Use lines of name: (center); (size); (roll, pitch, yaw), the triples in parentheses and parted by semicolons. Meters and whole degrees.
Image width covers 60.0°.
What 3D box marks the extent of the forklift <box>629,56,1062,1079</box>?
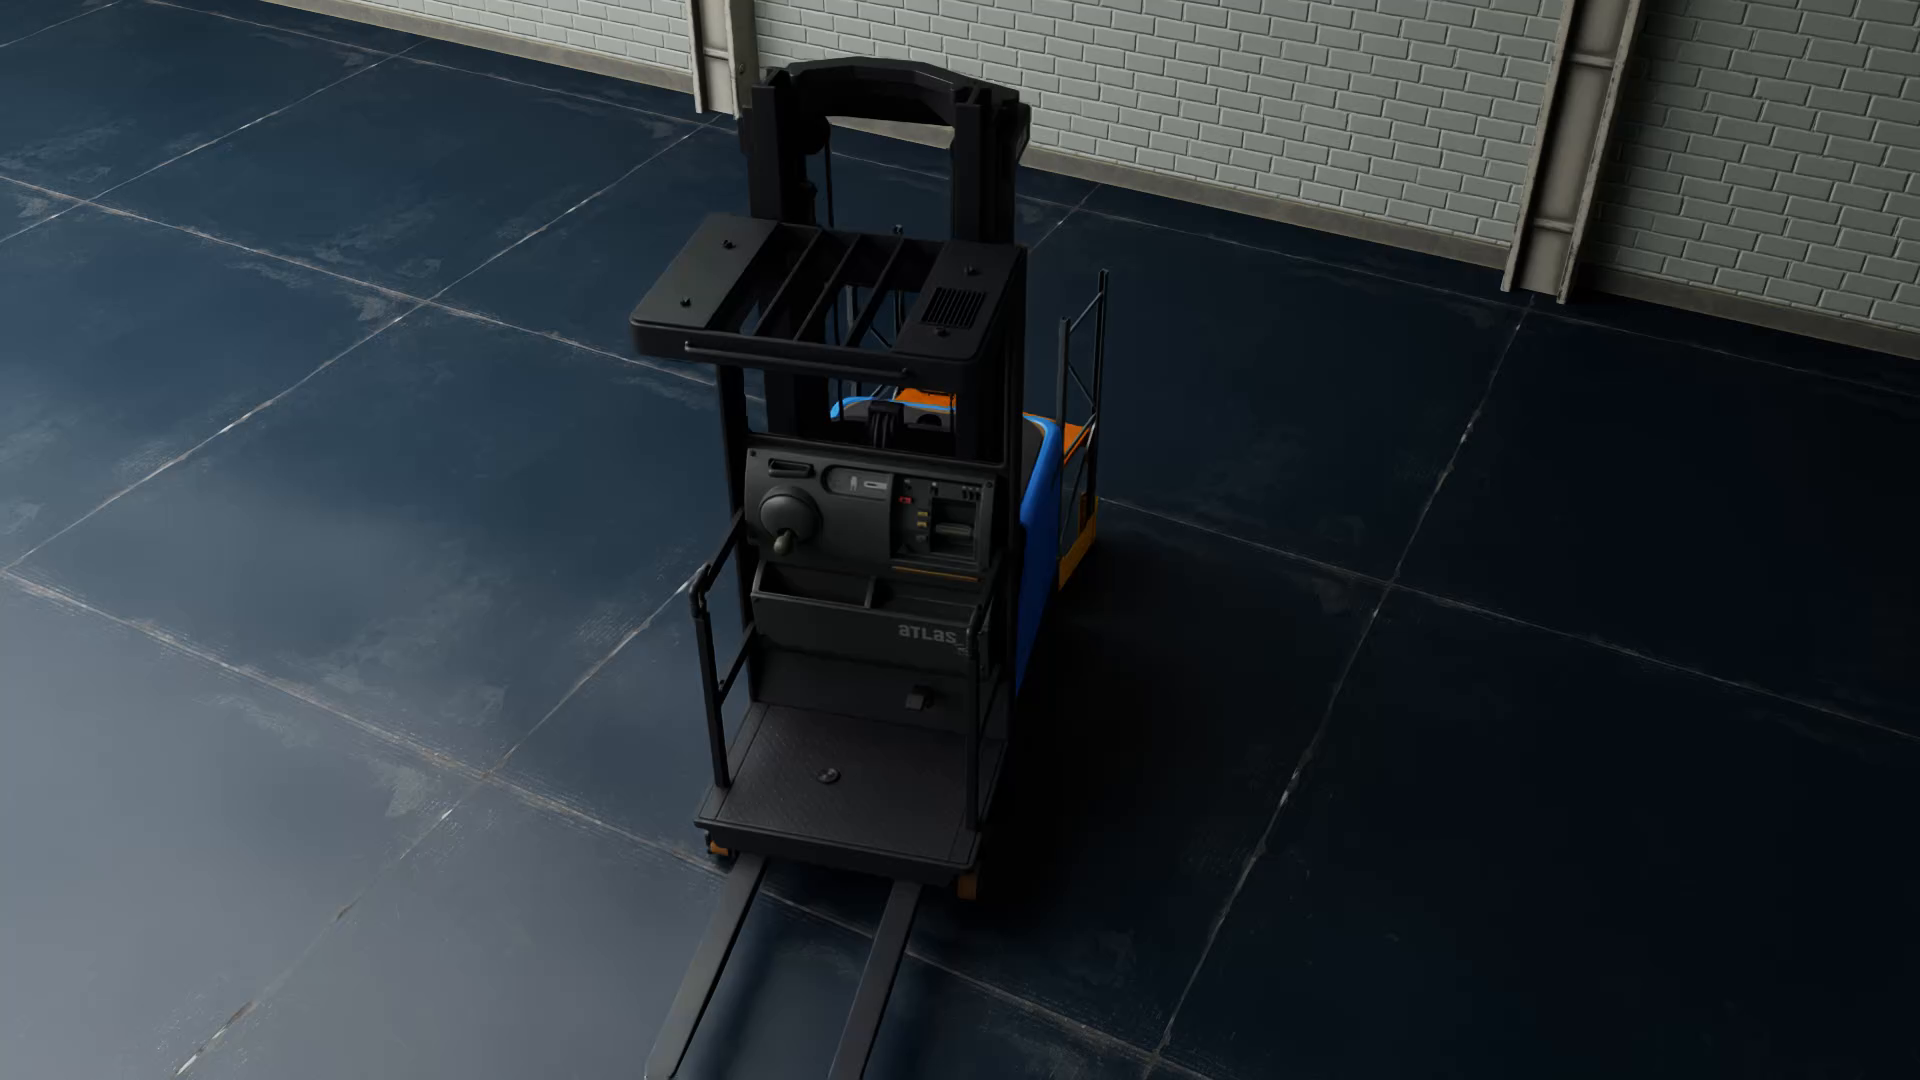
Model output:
forklift: (-0.378, -0.033, 5.869); (1.130, 2.935, 3.031); (8, 38, 10)

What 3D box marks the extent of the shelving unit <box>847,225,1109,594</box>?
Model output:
shelving unit: (0.068, -0.592, 7.790); (1.083, 1.500, 0.587); (16, 40, 20)

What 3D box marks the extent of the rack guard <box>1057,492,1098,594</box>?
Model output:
rack guard: (0.520, 0.033, 8.000); (0.087, 0.250, 0.587); (16, 40, 20)

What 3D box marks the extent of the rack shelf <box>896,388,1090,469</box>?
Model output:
rack shelf: (0.076, -0.447, 7.895); (1.000, 0.185, 0.538); (16, 40, 20)

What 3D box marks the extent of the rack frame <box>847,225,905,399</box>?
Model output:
rack frame: (-0.384, -0.720, 7.957); (0.032, 1.500, 0.500); (16, 40, 20)

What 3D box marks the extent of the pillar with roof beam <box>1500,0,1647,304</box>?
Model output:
pillar with roof beam: (1.609, -2.846, 4.556); (0.400, 9.000, 9.100); (17, 41, 21)

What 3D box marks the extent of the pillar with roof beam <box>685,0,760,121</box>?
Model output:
pillar with roof beam: (-3.719, -4.514, 6.754); (0.400, 9.000, 9.100); (17, 41, 21)

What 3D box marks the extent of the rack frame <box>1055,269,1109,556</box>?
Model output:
rack frame: (0.537, -0.460, 7.616); (0.032, 1.500, 0.500); (16, 40, 20)
